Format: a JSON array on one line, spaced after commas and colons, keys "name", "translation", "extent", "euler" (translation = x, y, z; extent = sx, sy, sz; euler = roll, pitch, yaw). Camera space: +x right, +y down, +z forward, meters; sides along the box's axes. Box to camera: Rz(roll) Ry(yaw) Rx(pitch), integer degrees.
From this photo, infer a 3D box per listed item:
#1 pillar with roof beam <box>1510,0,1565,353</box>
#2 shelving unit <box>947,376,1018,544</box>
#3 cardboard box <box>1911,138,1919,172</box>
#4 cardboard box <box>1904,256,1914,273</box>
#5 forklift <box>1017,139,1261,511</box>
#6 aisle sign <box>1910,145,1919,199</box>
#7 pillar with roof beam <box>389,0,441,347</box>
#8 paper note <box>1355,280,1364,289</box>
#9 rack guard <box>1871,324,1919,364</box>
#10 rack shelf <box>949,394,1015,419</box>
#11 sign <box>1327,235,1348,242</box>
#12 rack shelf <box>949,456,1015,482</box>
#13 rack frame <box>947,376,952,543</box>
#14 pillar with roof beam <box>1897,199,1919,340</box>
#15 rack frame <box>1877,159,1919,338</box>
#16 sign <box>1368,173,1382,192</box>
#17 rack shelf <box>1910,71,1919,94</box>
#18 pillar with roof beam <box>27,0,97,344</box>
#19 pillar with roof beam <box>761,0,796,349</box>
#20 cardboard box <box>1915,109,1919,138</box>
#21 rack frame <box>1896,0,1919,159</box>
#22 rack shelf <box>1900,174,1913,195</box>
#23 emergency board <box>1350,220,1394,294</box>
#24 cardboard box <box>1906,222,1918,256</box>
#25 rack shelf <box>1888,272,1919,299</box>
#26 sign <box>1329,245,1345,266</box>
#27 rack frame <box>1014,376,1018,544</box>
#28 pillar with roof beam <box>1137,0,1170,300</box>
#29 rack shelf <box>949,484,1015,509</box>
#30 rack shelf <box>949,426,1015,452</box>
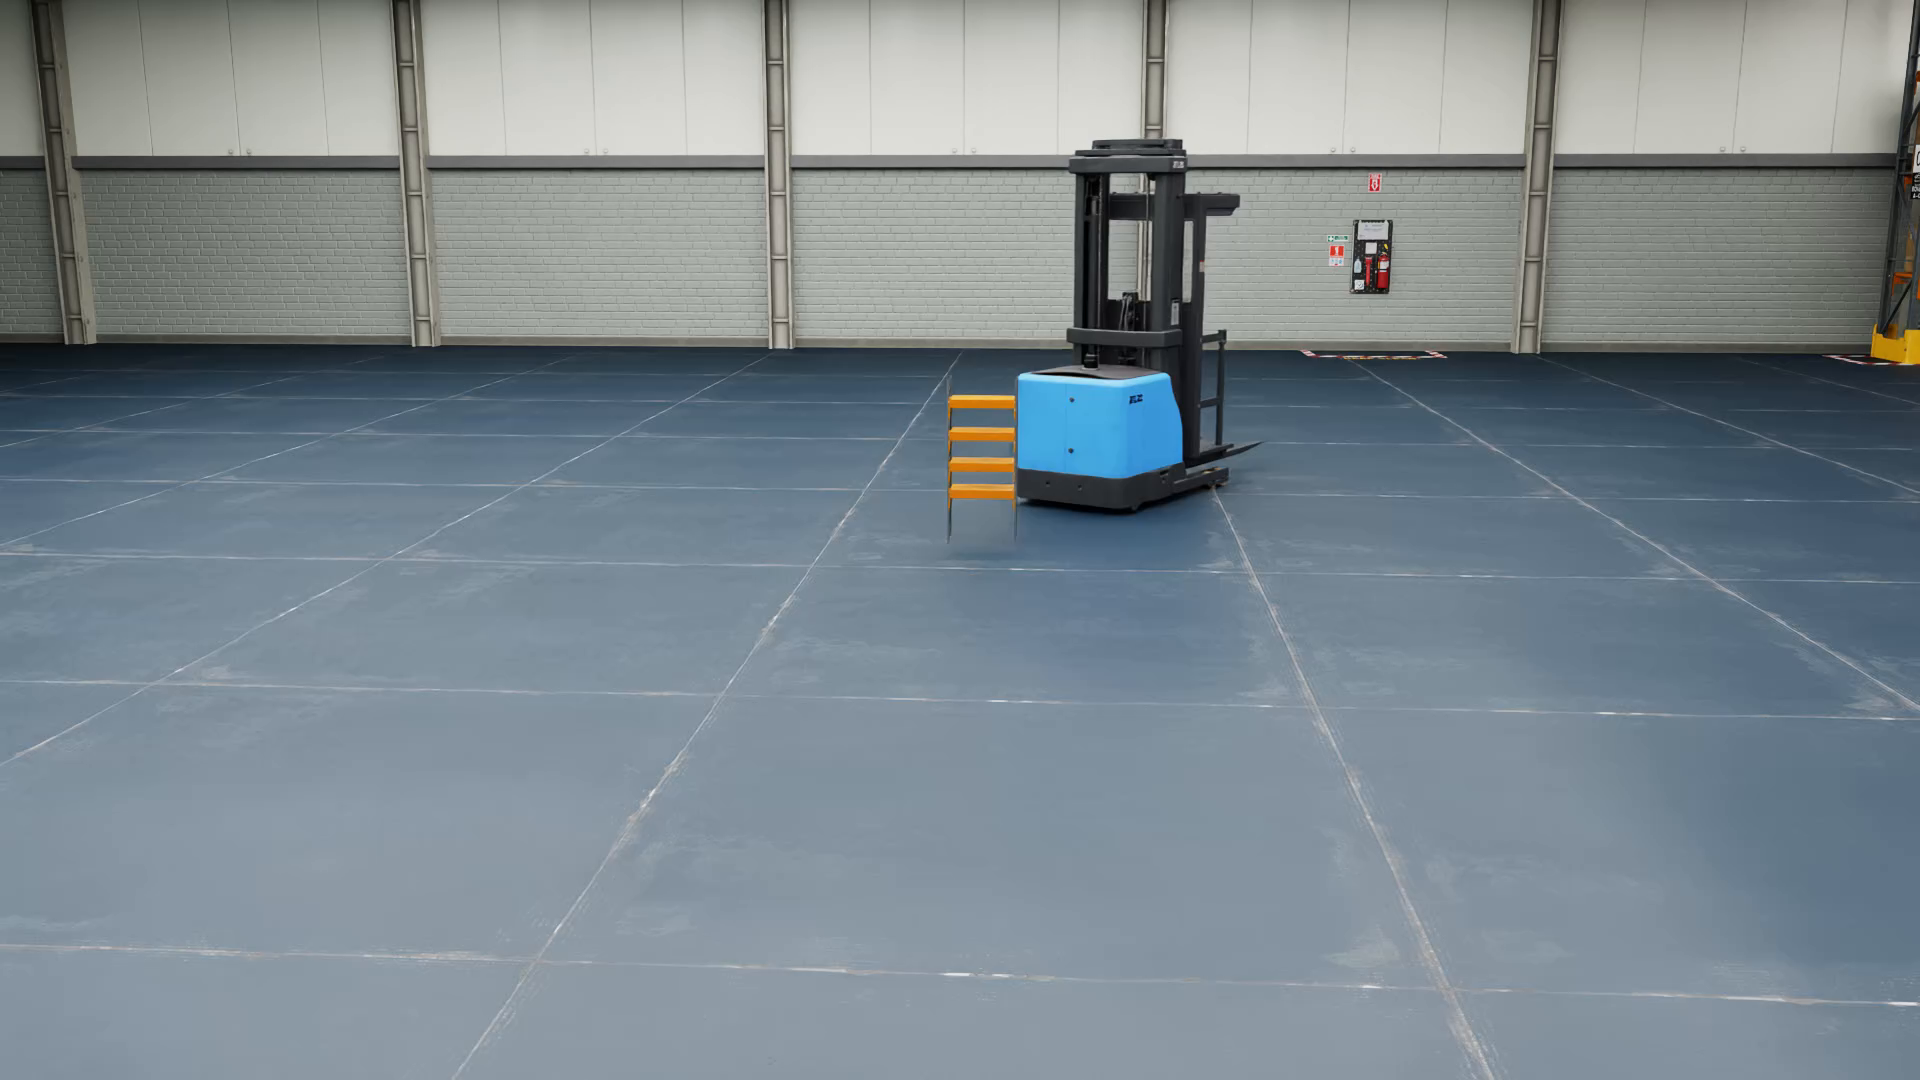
[{"name": "pillar with roof beam", "translation": [8.758, -6.529, 21.502], "extent": [0.400, 9.000, 9.100], "euler": [1, 12, 4]}, {"name": "shelving unit", "translation": [0.165, -0.585, 12.134], "extent": [0.503, 1.200, 0.258], "euler": [1, 12, 4]}, {"name": "cardboard box", "translation": [14.709, -5.796, 25.029], "extent": [0.500, 0.500, 0.500], "euler": [2, 12, 8]}, {"name": "cardboard box", "translation": [14.755, -4.192, 25.301], "extent": [0.500, 0.250, 0.500], "euler": [1, 12, 5]}, {"name": "forklift", "translation": [1.690, -1.919, 14.281], "extent": [1.130, 2.935, 3.031], "euler": [8, 14, 34]}, {"name": "aisle sign", "translation": [14.184, -5.435, 24.574], "extent": [0.004, 0.787, 0.394], "euler": [1, 12, 4]}, {"name": "pillar with roof beam", "translation": [-9.202, -6.775, 22.679], "extent": [0.400, 9.000, 9.100], "euler": [1, 12, 4]}, {"name": "paper note", "translation": [6.411, -4.099, 26.688], "extent": [0.142, 0.148, 0.016], "euler": [1, 12, 4]}, {"name": "rack guard", "translation": [14.352, -2.998, 25.380], "extent": [0.348, 0.500, 1.175], "euler": [1, 12, 4]}, {"name": "rack shelf", "translation": [0.165, -0.970, 12.054], "extent": [0.480, 0.148, 0.258], "euler": [1, 12, 4]}, {"name": "sign", "translation": [6.042, -4.817, 26.589], "extent": [0.331, 0.109, 0.001], "euler": [1, 12, 4]}, {"name": "rack shelf", "translation": [0.165, -0.519, 12.148], "extent": [0.480, 0.148, 0.258], "euler": [1, 12, 4]}, {"name": "rack frame", "translation": [-0.078, -0.588, 12.150], "extent": [0.015, 1.200, 0.240], "euler": [1, 12, 4]}, {"name": "pillar with roof beam", "translation": [14.745, -6.447, 21.109], "extent": [0.400, 9.000, 9.100], "euler": [1, 12, 4]}, {"name": "rack frame", "translation": [14.276, -4.223, 25.129], "extent": [0.127, 3.000, 1.000], "euler": [1, 12, 4]}, {"name": "sign", "translation": [6.581, -5.669, 26.380], "extent": [0.199, 0.298, 0.001], "euler": [1, 12, 4]}, {"name": "rack shelf", "translation": [16.272, -6.778, 24.458], "extent": [4.000, 0.370, 1.077], "euler": [1, 12, 4]}, {"name": "pillar with roof beam", "translation": [-15.188, -6.857, 23.071], "extent": [0.400, 9.000, 9.100], "euler": [1, 12, 4]}, {"name": "pillar with roof beam", "translation": [-3.215, -6.693, 22.286], "extent": [0.400, 9.000, 9.100], "euler": [1, 12, 4]}, {"name": "cardboard box", "translation": [14.724, -6.287, 24.934], "extent": [0.500, 0.500, 0.500], "euler": [1, 12, 6]}, {"name": "rack frame", "translation": [14.276, -7.159, 24.515], "extent": [0.127, 3.000, 1.000], "euler": [1, 12, 4]}, {"name": "rack shelf", "translation": [16.272, -5.311, 24.764], "extent": [4.000, 0.370, 1.077], "euler": [1, 12, 4]}, {"name": "emergency board", "translation": [6.583, -4.514, 26.519], "extent": [0.643, 1.169, 0.194], "euler": [1, 12, 4]}, {"name": "cardboard box", "translation": [14.761, -4.563, 25.242], "extent": [0.500, 0.500, 0.500], "euler": [1, 12, 3]}, {"name": "rack shelf", "translation": [16.272, -3.843, 25.072], "extent": [4.000, 0.370, 1.077], "euler": [1, 12, 4]}, {"name": "sign", "translation": [6.038, -4.560, 26.652], "extent": [0.234, 0.329, 0.001], "euler": [1, 12, 4]}, {"name": "rack frame", "translation": [0.409, -0.582, 12.118], "extent": [0.015, 1.200, 0.240], "euler": [1, 12, 4]}, {"name": "pillar with roof beam", "translation": [2.772, -6.611, 21.894], "extent": [0.400, 9.000, 9.100], "euler": [1, 12, 4]}, {"name": "rack shelf", "translation": [0.165, -0.325, 12.189], "extent": [0.480, 0.148, 0.258], "euler": [1, 12, 4]}, {"name": "rack shelf", "translation": [0.165, -0.738, 12.102], "extent": [0.480, 0.148, 0.258], "euler": [1, 12, 4]}]
